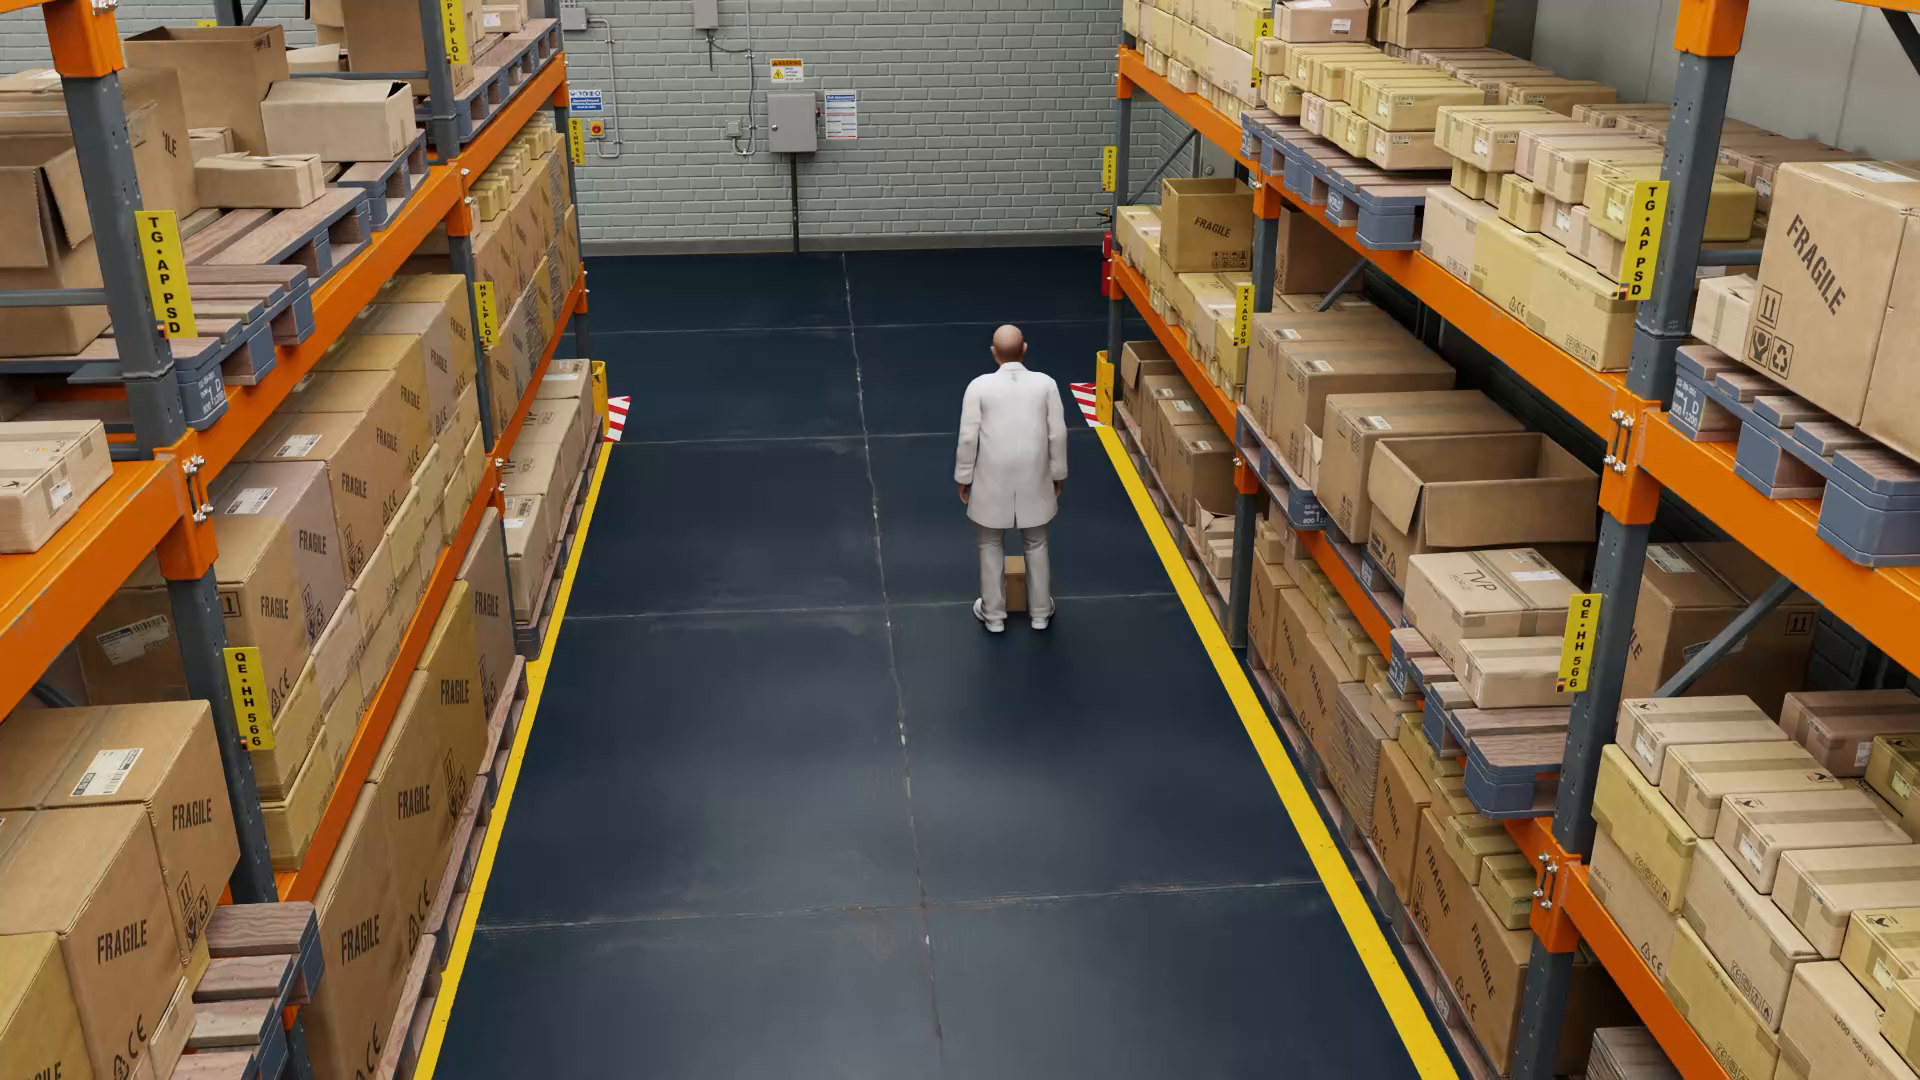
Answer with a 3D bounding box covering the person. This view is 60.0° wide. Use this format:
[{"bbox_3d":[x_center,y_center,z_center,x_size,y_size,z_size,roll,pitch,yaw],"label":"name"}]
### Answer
[{"bbox_3d":[0.291,-0.340,9.404,0.646,1.774,0.418,-2,24,-6],"label":"person"}]
